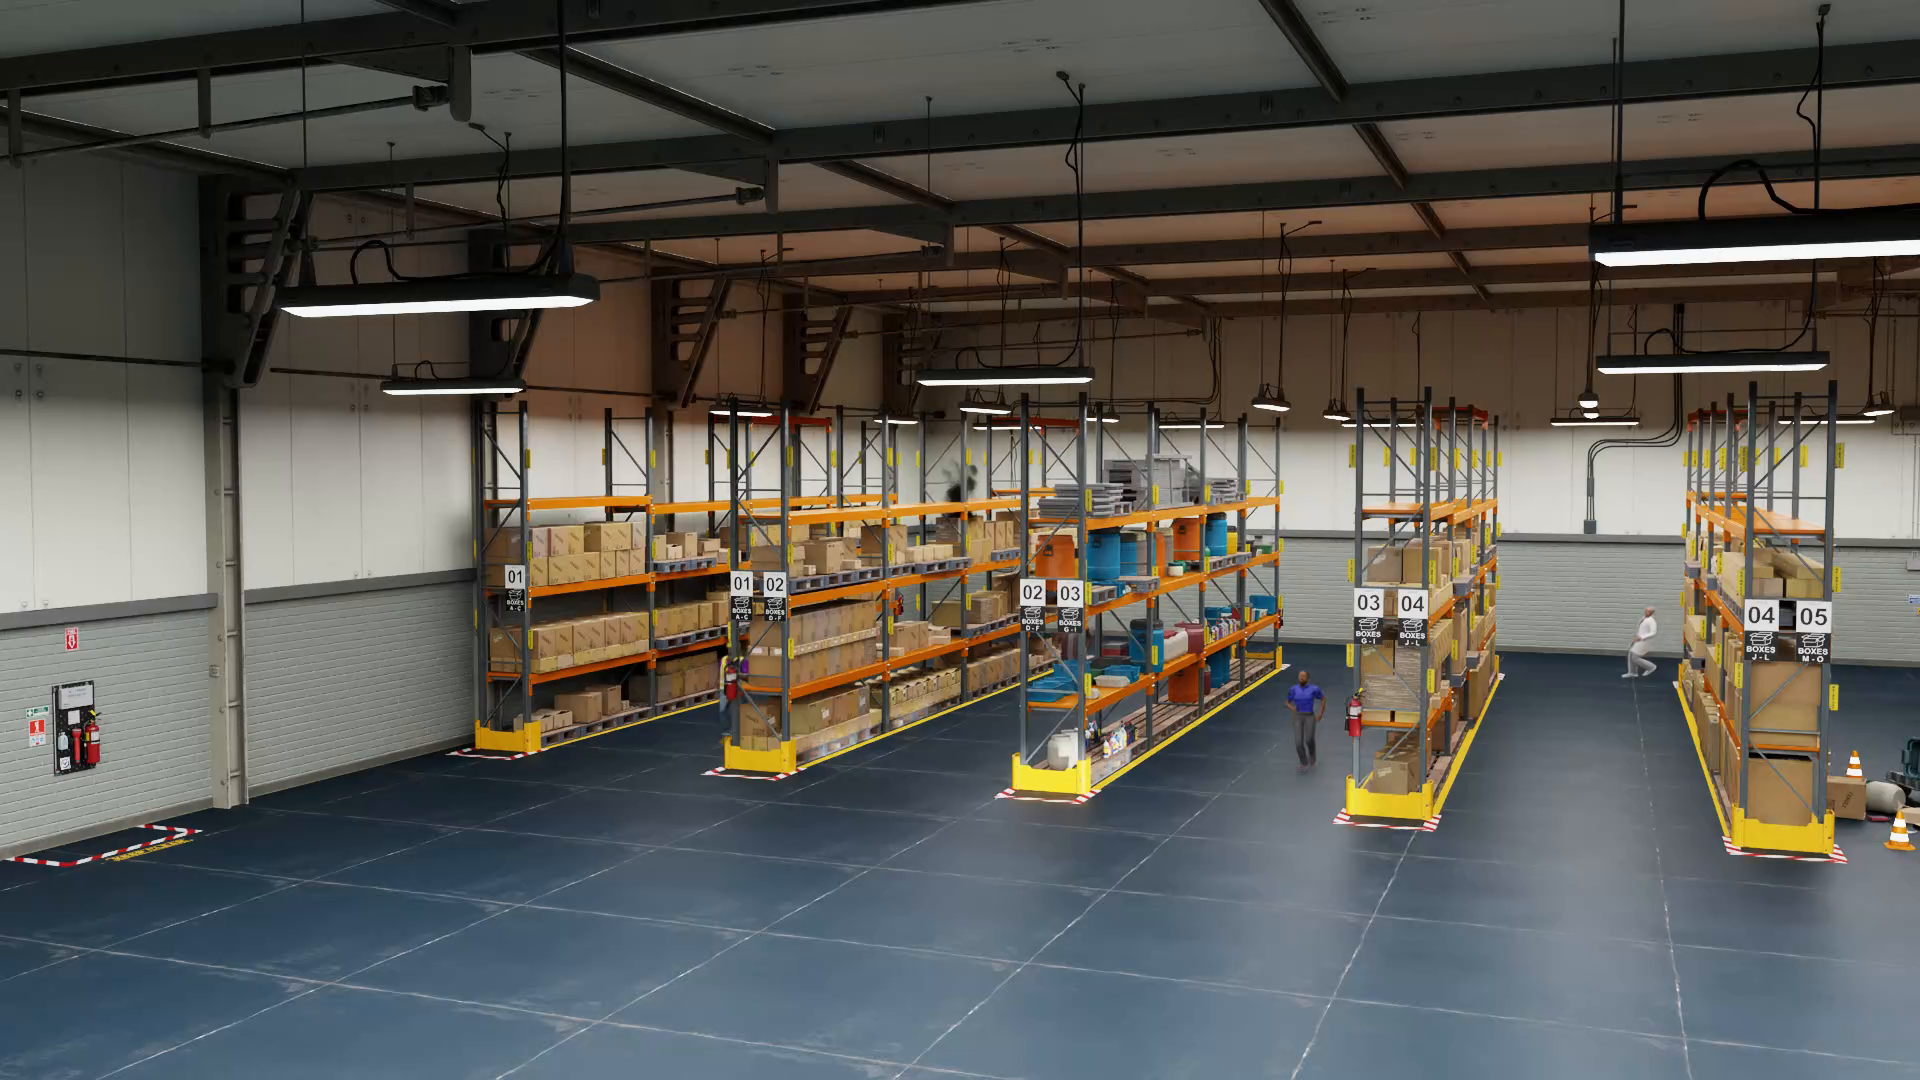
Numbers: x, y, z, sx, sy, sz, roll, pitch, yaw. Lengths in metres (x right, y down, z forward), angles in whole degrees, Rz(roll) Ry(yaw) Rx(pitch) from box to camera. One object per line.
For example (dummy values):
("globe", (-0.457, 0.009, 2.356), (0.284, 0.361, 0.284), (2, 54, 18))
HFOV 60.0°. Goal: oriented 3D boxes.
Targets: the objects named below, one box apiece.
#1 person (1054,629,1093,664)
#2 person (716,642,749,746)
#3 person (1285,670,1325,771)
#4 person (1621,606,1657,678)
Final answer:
("person", (2.114, 2.285, 31.477), (0.712, 1.801, 0.955), (1, 3, 18))
("person", (-4.019, 2.688, 29.341), (0.678, 1.820, 0.738), (1, 3, 13))
("person", (5.507, 2.894, 26.622), (0.624, 1.624, 0.528), (1, 3, 19))
("person", (15.473, 2.337, 37.745), (0.728, 1.700, 0.775), (1, 3, 11))
